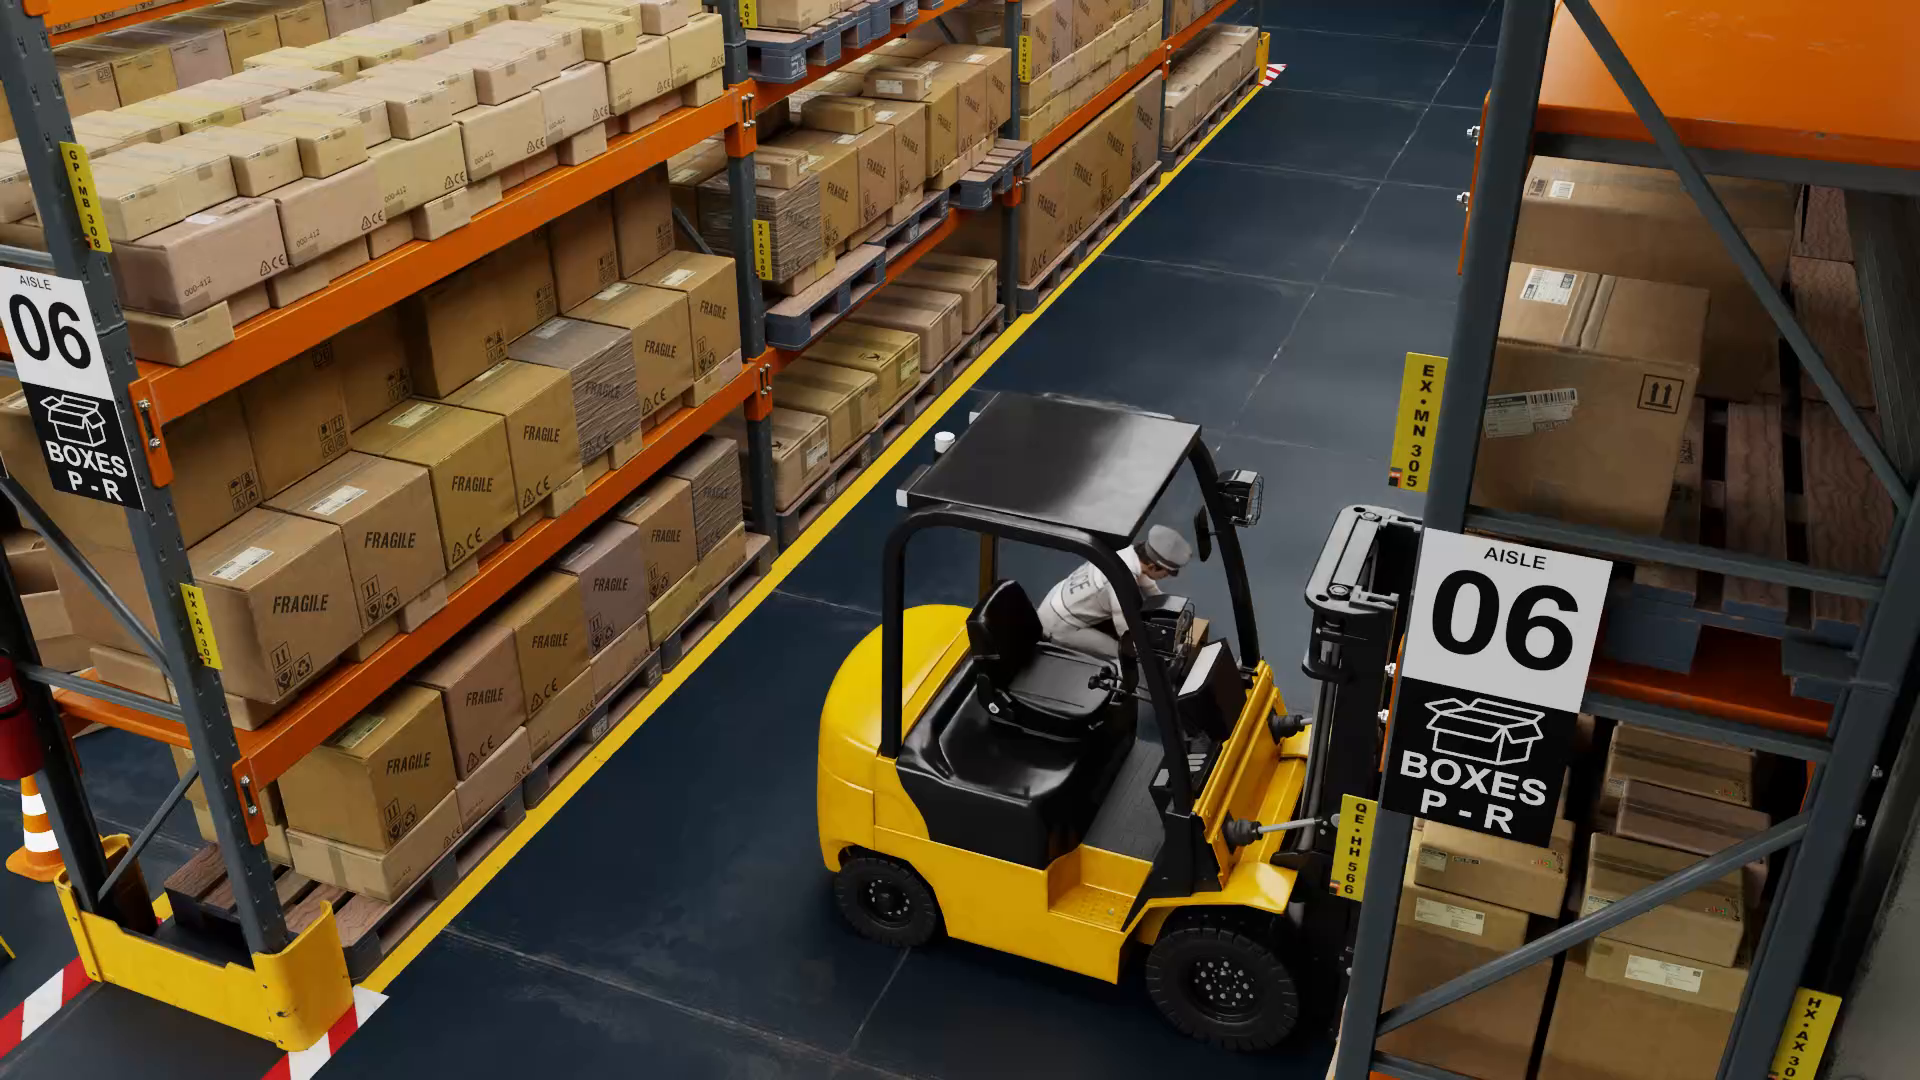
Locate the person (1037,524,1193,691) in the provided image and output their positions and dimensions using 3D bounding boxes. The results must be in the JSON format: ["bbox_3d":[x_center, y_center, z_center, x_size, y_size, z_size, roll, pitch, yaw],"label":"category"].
[{"bbox_3d":[0.796,0.366,8.469,0.815,0.967,0.496,11,32,19],"label":"person"}]
